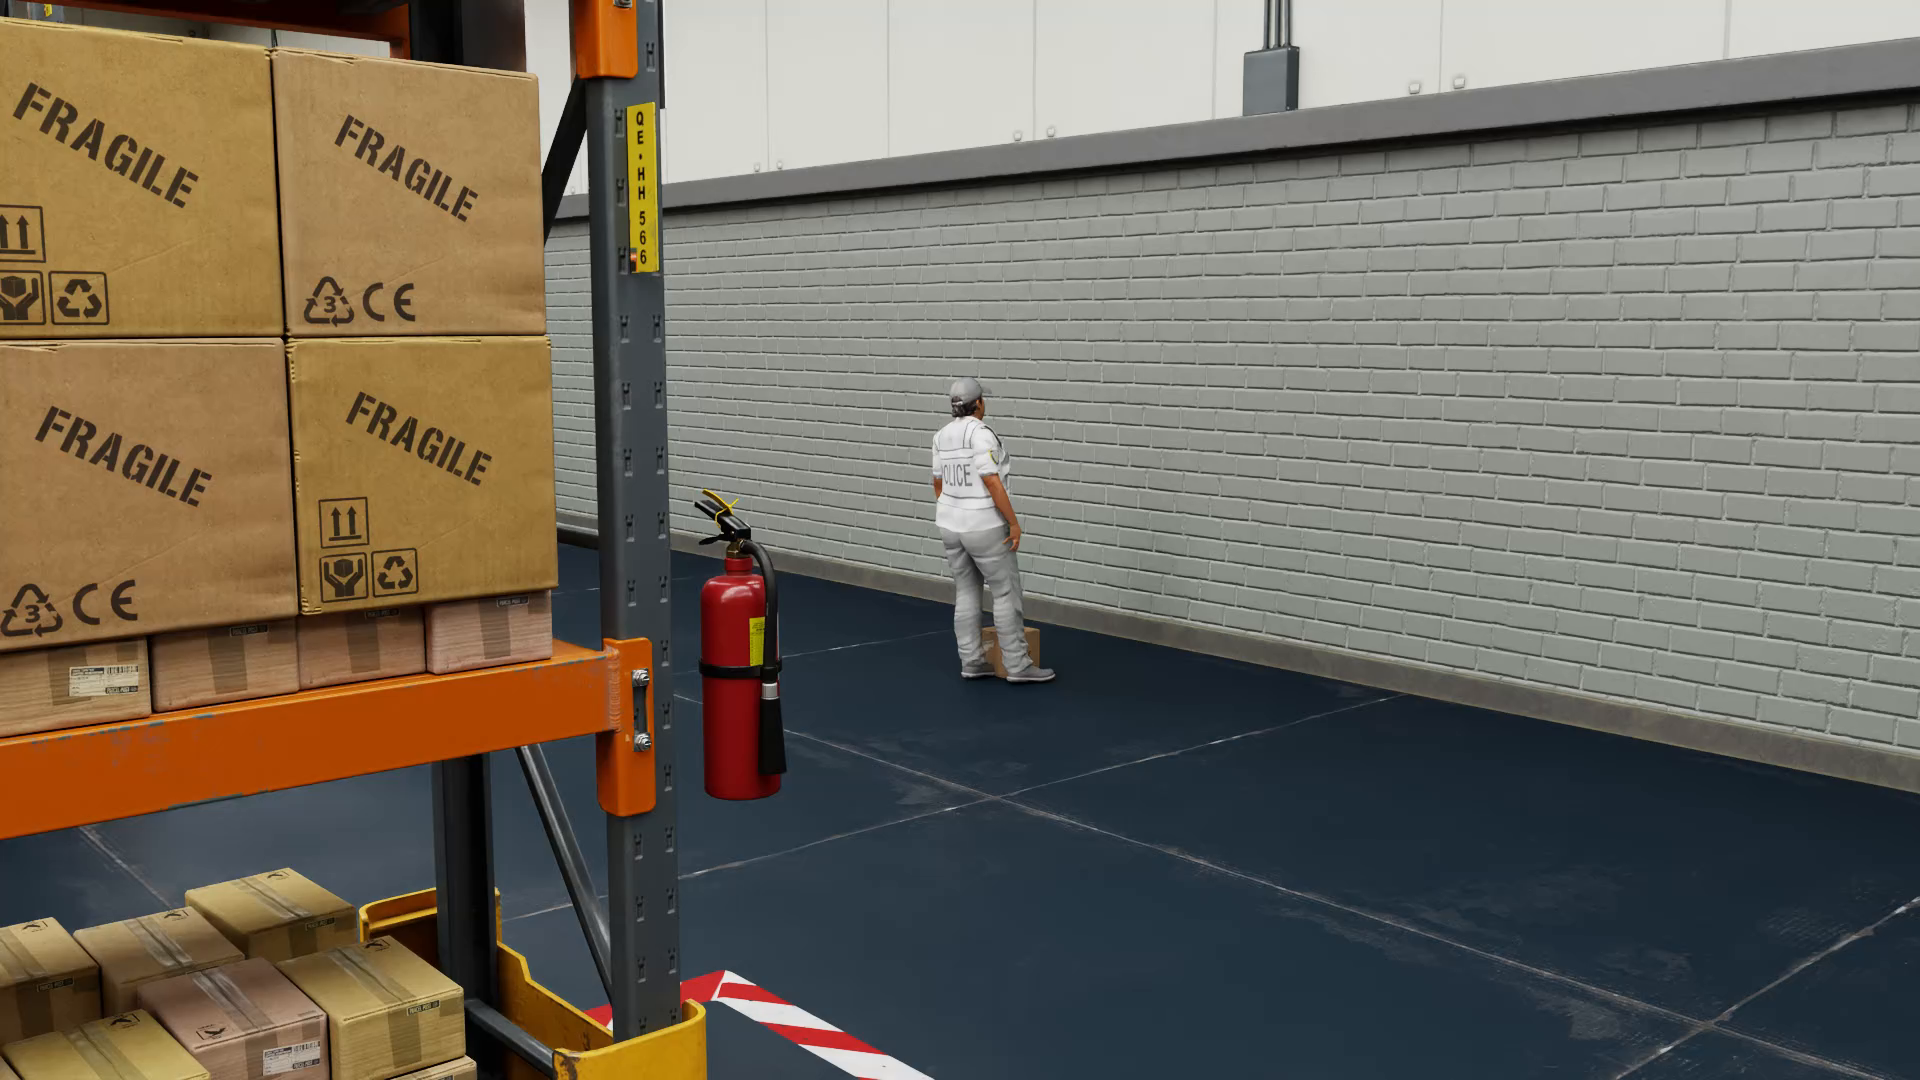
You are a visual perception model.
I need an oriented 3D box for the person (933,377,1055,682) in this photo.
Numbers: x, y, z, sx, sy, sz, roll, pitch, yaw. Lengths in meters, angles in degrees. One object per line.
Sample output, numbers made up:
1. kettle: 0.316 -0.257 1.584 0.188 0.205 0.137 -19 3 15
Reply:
1. person: 0.161 -0.061 9.162 0.529 1.670 0.599 -7 10 -41
